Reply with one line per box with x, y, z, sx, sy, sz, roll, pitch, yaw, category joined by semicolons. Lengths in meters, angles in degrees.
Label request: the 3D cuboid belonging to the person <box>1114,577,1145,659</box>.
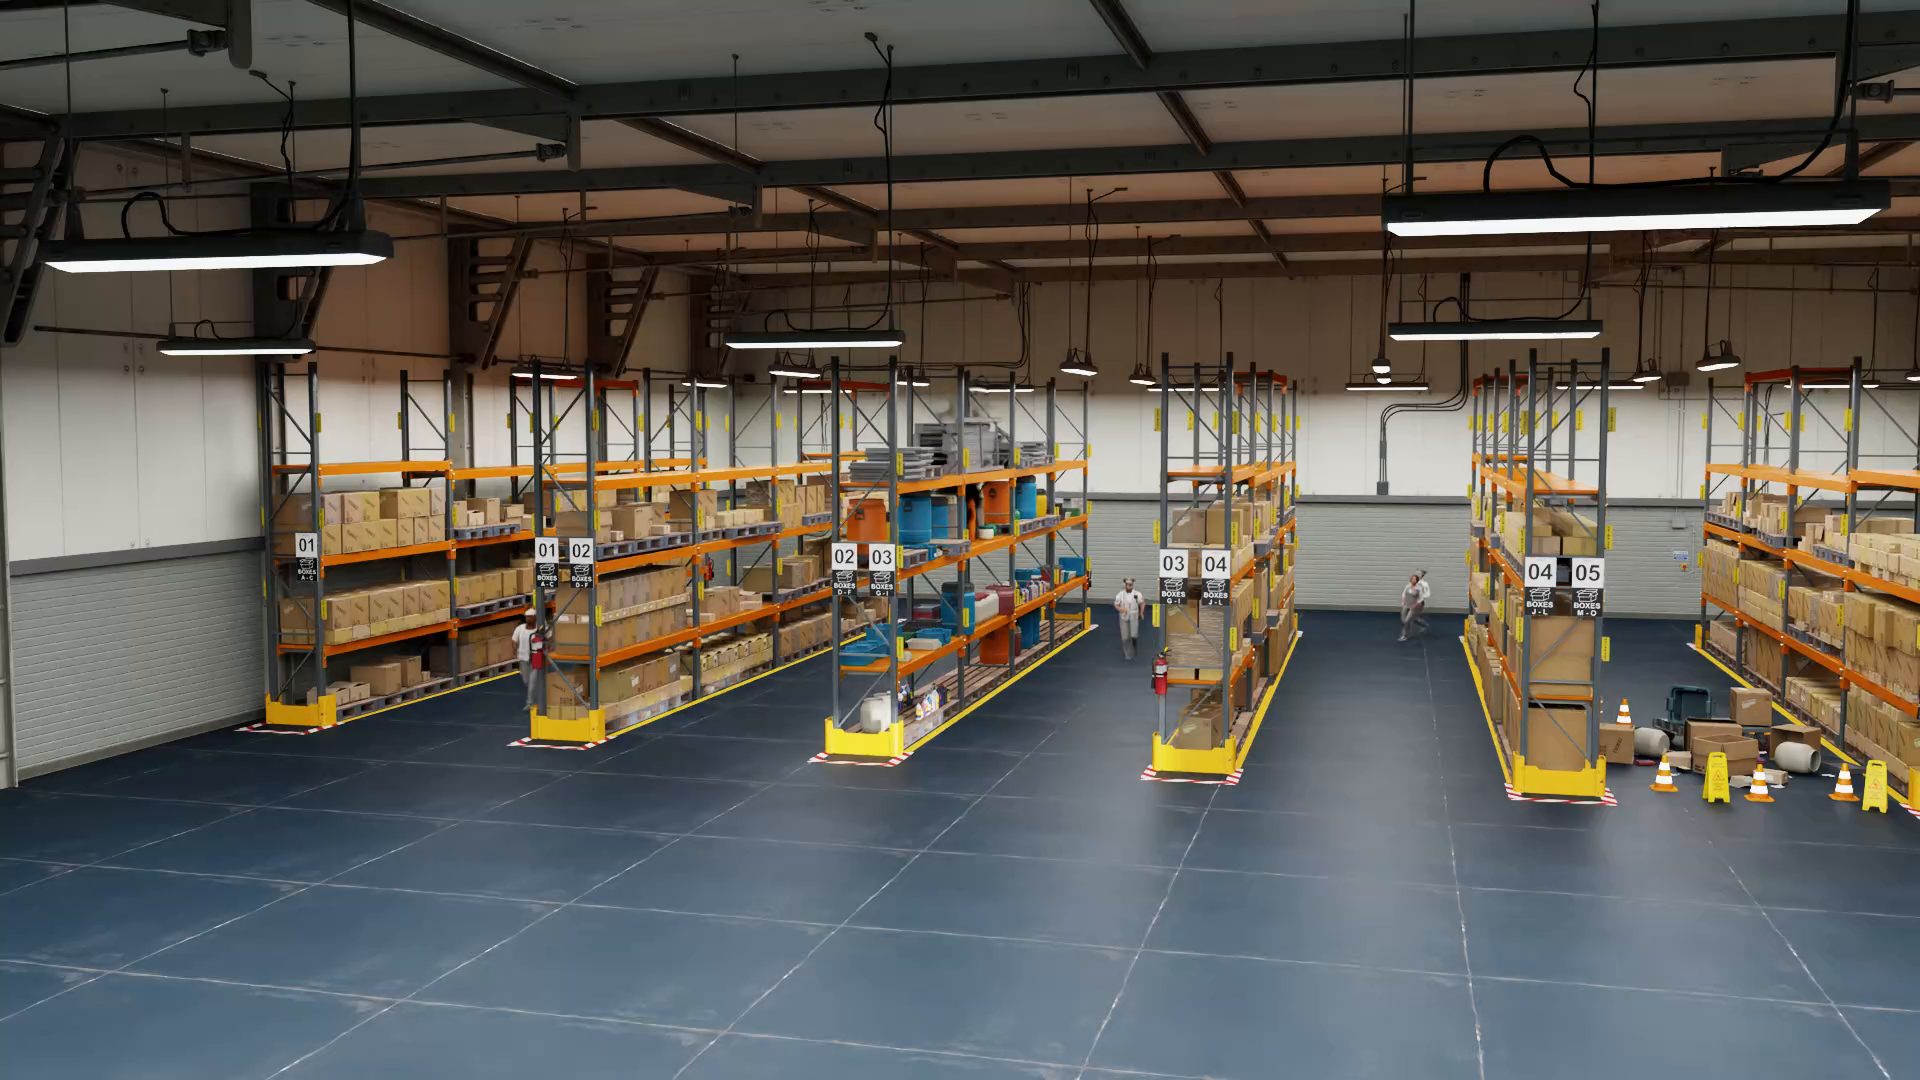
3.572;1.658;35.106;0.629;1.743;0.598;0;4;6;person

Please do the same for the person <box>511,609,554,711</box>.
-7.516;2.080;29.138;0.698;1.753;0.948;0;4;1;person

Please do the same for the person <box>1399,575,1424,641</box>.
10.345;1.553;38.133;0.605;1.536;0.525;3;5;36;person

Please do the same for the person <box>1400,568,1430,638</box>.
10.655;1.474;38.631;0.755;1.658;0.656;-2;5;-29;person
